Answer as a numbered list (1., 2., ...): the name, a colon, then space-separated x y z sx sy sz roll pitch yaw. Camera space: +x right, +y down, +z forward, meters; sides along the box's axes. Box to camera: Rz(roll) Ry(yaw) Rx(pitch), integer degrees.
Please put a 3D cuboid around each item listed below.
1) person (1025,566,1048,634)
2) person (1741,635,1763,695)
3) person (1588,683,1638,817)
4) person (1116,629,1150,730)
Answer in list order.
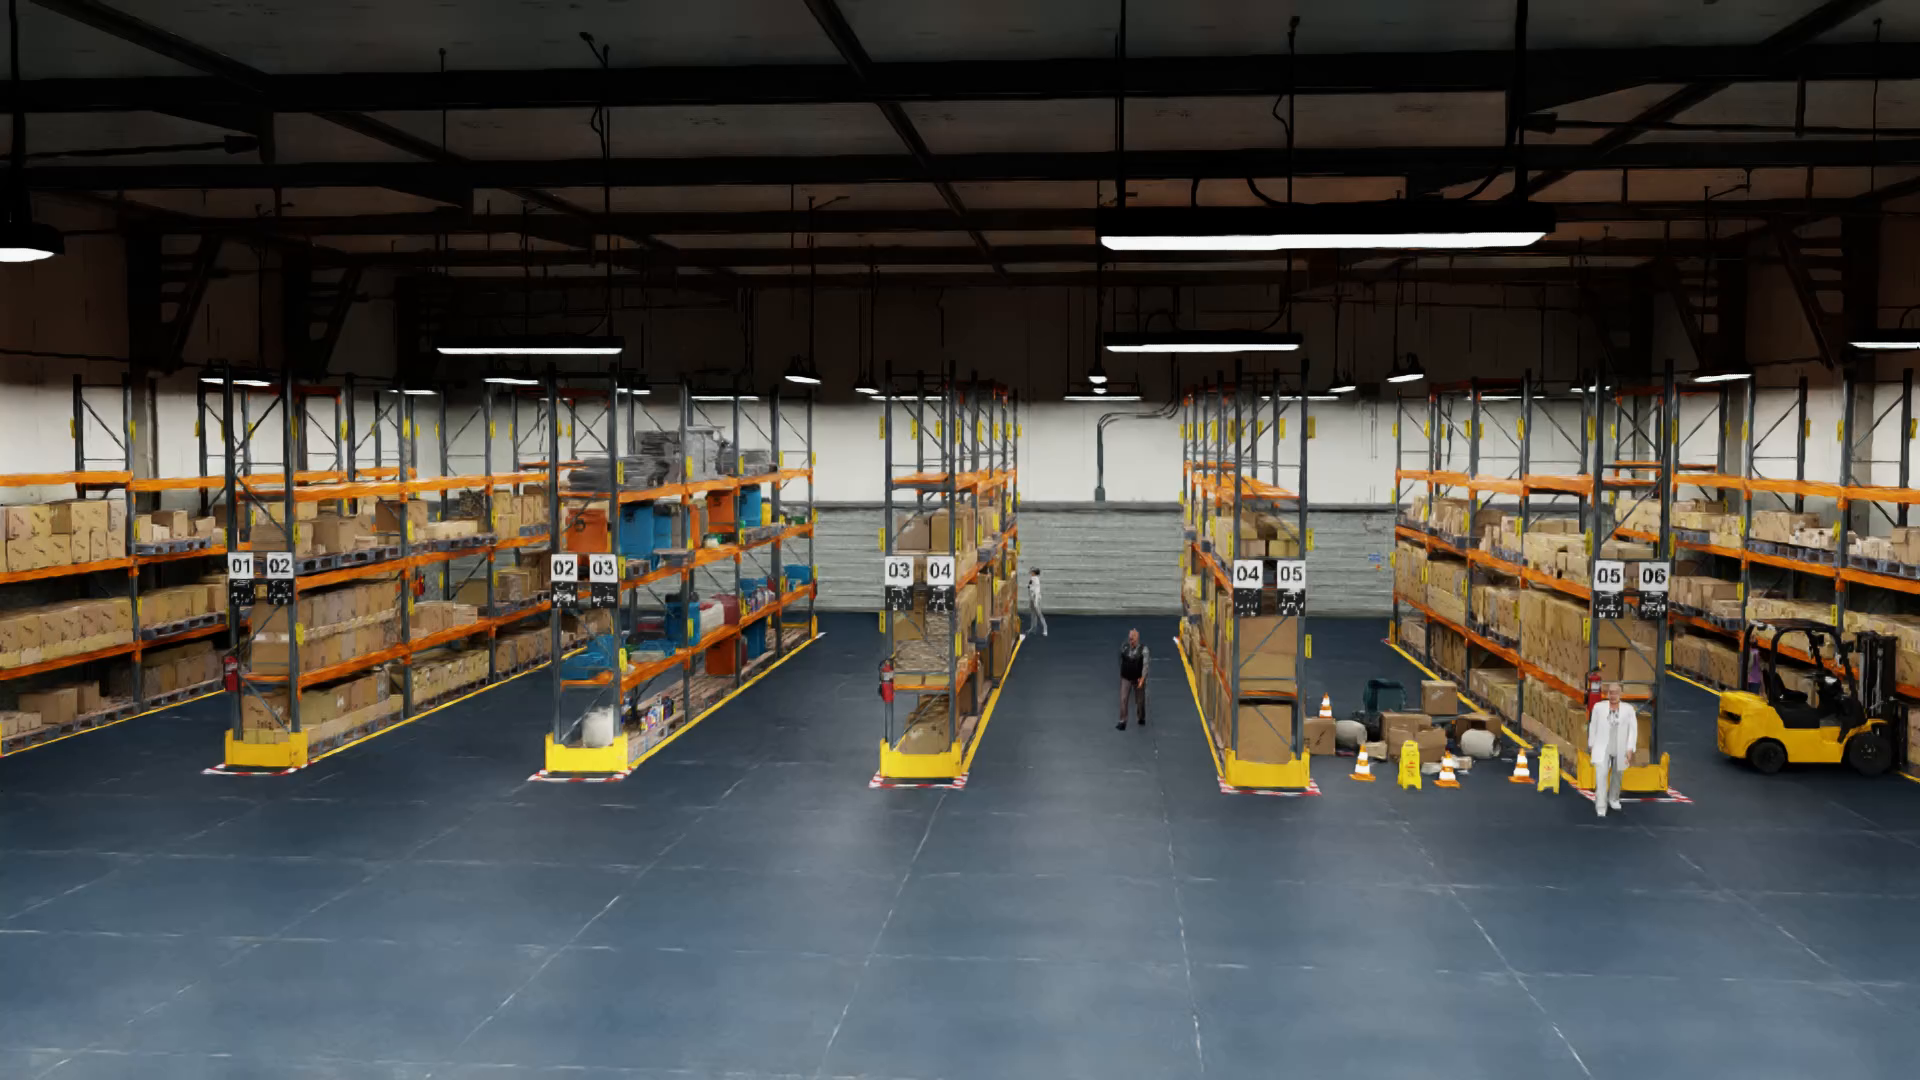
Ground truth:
1. person: 1.889 1.483 40.871 0.517 1.665 0.619 -1 4 -9
2. person: 13.178 2.369 27.743 0.532 1.588 0.536 2 4 31
3. person: 8.474 2.708 21.575 0.575 1.714 1.104 1 4 15
4. person: 2.924 2.325 27.933 0.538 1.664 1.032 1 4 14
